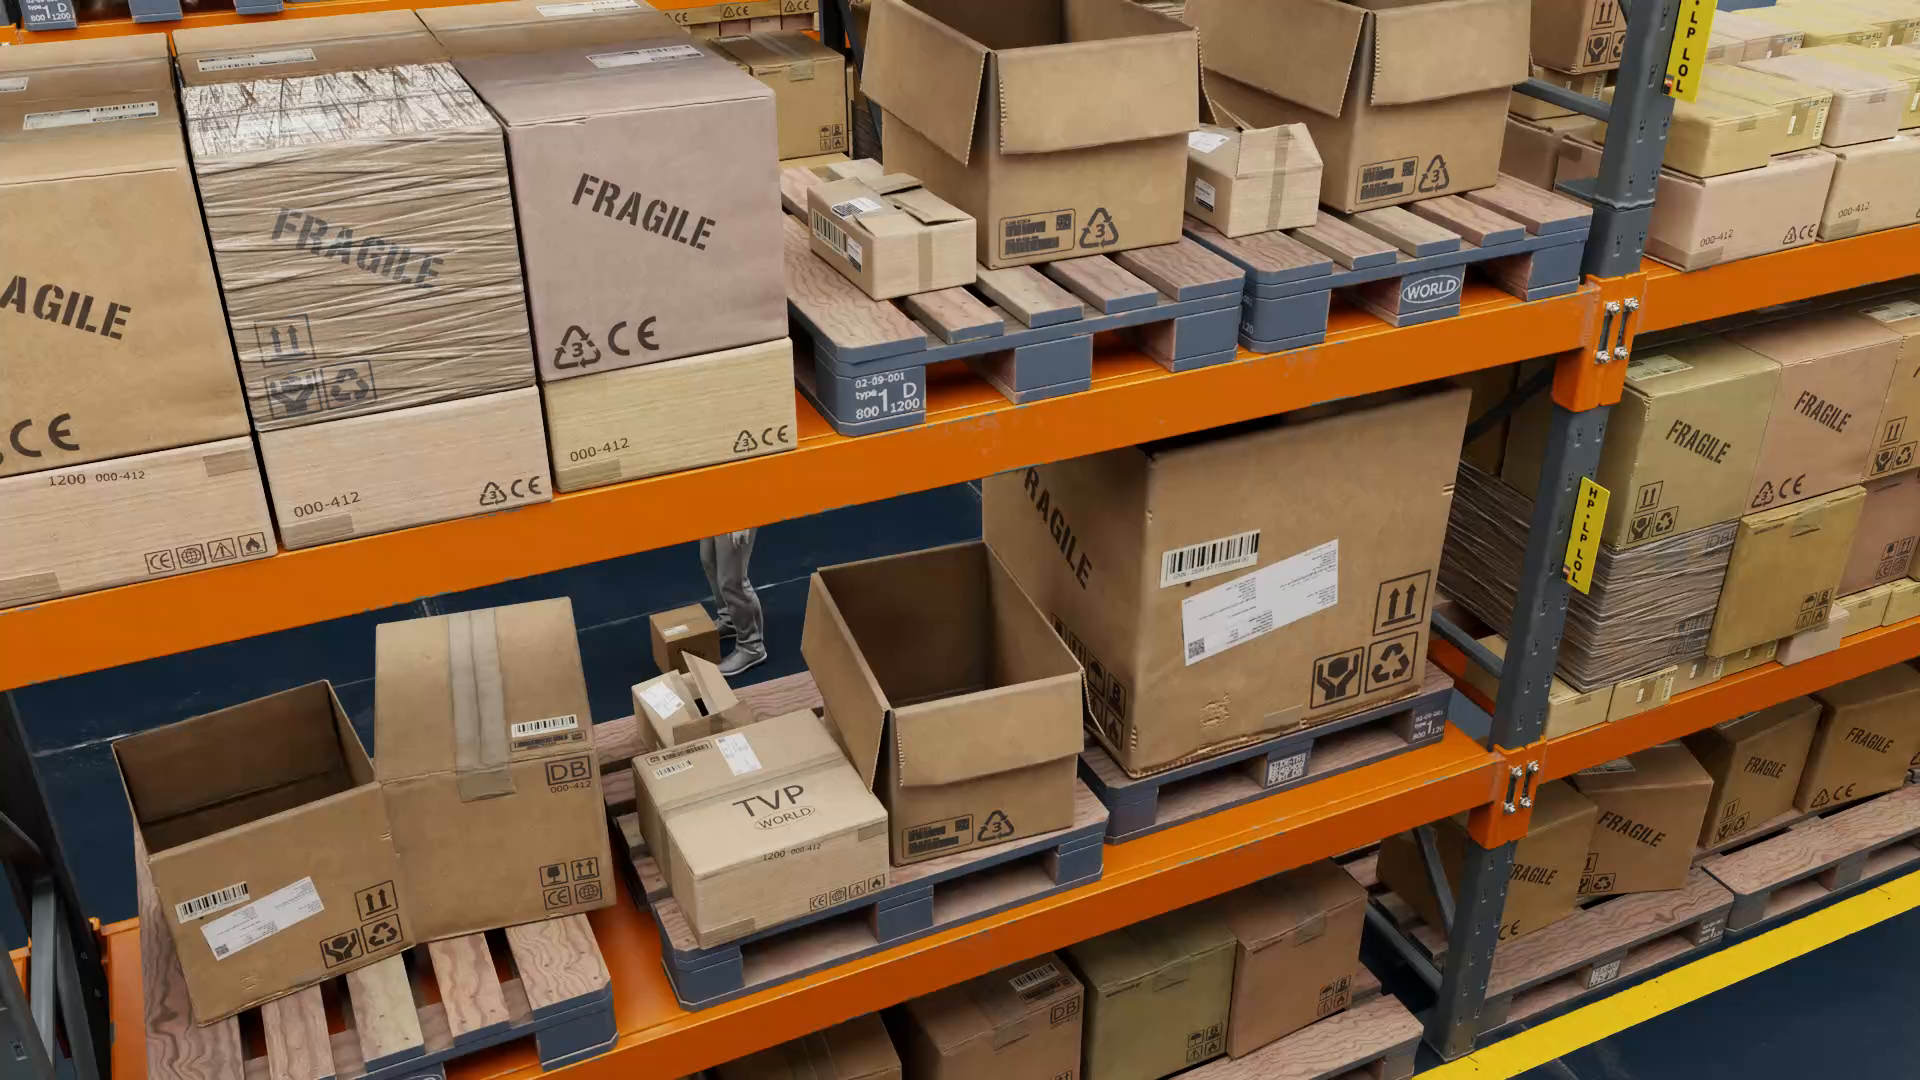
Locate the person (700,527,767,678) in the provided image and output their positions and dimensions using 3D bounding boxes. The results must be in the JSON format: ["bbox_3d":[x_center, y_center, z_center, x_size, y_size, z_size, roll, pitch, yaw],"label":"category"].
[{"bbox_3d":[-1.052,-0.181,7.445,0.374,1.661,0.539,-15,33,-25],"label":"person"}]
